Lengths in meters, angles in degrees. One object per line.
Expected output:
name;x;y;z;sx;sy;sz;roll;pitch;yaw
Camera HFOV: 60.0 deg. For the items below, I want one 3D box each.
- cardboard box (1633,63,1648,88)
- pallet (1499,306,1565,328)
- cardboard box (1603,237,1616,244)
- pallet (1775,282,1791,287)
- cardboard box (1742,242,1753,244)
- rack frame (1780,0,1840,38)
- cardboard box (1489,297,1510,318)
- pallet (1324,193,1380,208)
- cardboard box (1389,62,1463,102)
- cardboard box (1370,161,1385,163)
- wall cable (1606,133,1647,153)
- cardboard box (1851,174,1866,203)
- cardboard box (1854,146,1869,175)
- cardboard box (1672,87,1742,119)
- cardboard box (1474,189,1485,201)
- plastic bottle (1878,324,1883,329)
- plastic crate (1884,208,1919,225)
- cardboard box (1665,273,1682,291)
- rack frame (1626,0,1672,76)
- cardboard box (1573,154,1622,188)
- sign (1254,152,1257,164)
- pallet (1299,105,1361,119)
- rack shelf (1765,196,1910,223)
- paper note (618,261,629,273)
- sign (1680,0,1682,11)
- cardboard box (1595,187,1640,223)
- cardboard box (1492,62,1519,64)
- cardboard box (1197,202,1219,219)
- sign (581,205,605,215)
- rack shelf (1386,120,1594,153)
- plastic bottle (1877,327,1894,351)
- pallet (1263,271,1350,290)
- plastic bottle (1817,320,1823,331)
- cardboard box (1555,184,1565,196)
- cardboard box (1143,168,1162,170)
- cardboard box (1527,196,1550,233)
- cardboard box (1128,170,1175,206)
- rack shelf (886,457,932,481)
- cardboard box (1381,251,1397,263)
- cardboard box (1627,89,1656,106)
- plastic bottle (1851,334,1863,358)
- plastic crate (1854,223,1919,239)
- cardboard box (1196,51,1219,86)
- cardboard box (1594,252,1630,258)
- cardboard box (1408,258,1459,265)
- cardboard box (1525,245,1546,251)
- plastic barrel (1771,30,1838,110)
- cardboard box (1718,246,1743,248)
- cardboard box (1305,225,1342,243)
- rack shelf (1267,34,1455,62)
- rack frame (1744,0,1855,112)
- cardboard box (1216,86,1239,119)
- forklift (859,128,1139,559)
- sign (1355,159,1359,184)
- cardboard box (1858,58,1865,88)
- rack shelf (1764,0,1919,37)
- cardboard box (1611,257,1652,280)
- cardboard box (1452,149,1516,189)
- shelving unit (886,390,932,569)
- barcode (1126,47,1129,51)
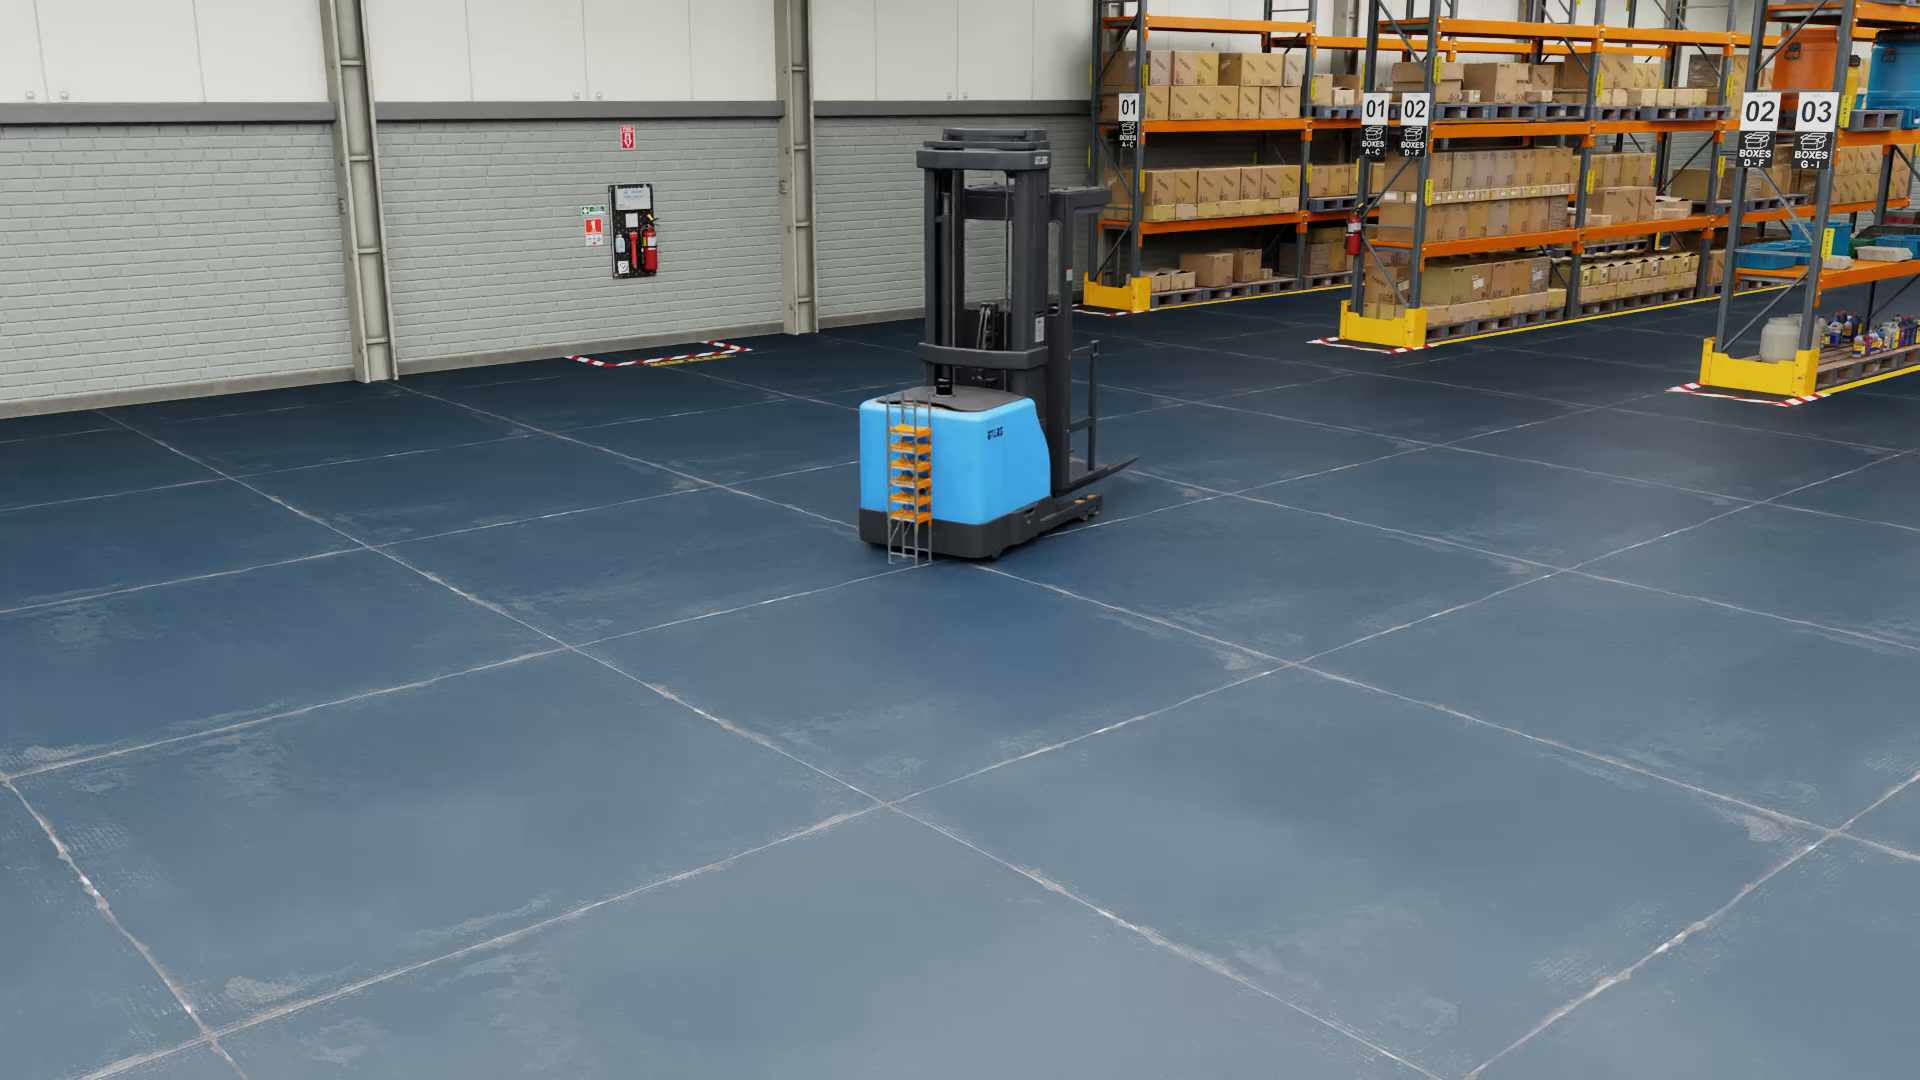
cardboard box;13.675;-9.490;33.983;0.500;0.500;0.500;-12;19;-38
pallet;8.007;-3.289;24.155;1.213;0.211;1.003;-13;19;-39
cardboard box;13.214;-6.447;34.602;0.500;0.500;0.700;-13;20;-41
pallet;14.081;-4.626;29.159;1.213;0.211;1.003;-13;19;-39
cardboard box;13.368;-4.913;28.821;0.500;0.500;0.500;-12;19;-39
rack frame;14.670;-9.017;28.568;0.127;3.000;1.000;-13;19;-39
cardboard box;7.300;-3.261;23.161;0.500;0.250;0.500;-13;19;-39
pallet;6.931;-5.968;29.153;1.213;0.211;1.003;-13;19;-39
cardboard box;6.053;-5.951;21.620;0.637;0.503;0.797;-11;18;-36
cardboard box;7.646;-6.484;29.664;0.700;0.500;0.500;14;20;42
wall cable;14.778;-8.651;36.857;1.851;1.984;0.084;-13;19;-39
cardboard box;15.996;-6.371;30.097;0.500;0.500;0.500;-13;20;-40
cardboard box;15.987;-6.849;29.947;0.500;0.500;0.500;-13;20;-41
cardboard box;11.959;-7.018;26.707;0.500;0.500;0.910;-13;19;-39
cardboard box;6.832;-4.647;22.383;0.250;0.149;0.380;-14;20;-41
plastic bottle;11.112;-2.461;20.063;0.133;0.283;0.061;-13;19;-39
plastic crate;12.048;-3.970;21.178;0.583;0.464;0.402;-13;19;-39
cardboard box;11.029;-4.090;26.265;0.500;0.250;0.500;-13;20;-40
rack frame;14.433;-10.658;34.713;0.127;3.000;1.000;-13;19;-39
cardboard box;12.932;-7.563;34.171;0.700;0.700;0.980;-14;20;-42
sign;5.013;-6.393;28.129;0.005;0.325;0.100;-13;19;-39
pallet;5.916;-7.169;27.828;1.003;0.211;1.213;-13;19;-39
rack shelf;16.178;-6.109;30.703;4.000;0.370;1.077;-13;19;-39
paper note;-4.272;-3.466;21.121;0.142;0.148;0.016;-13;19;-39
sign;14.778;-11.039;34.178;0.005;0.325;0.100;-13;19;-39
cardboard box;10.000;-5.112;25.383;0.500;0.500;0.500;-13;19;-39
cardboard box;10.259;-8.934;31.573;0.500;0.250;0.500;-13;20;-41
cardboard box;3.710;-5.183;26.093;0.500;0.250;0.500;-13;20;-40
sign;-4.568;-4.107;20.717;0.331;0.109;0.001;-13;19;-39
rack shelf;7.126;-5.526;22.706;4.000;0.370;1.077;-13;19;-39
plastic bottle;11.073;-2.415;19.906;0.135;0.276;0.152;-12;19;-38
pallet;5.966;-4.512;28.731;1.213;0.211;1.003;-13;19;-39
plastic bottle;10.399;-2.539;20.224;0.185;0.351;0.144;-12;19;-37
cardboard box;8.382;-4.995;23.688;0.250;0.149;0.380;-13;20;-41
cardboard box;2.965;-5.553;26.026;0.500;0.500;0.500;-12;19;-39
cardboard box;7.910;-4.644;23.630;0.500;0.500;0.700;-13;20;-40
cardboard box;2.920;-5.371;25.344;0.500;0.500;0.500;-13;19;-39
rack shelf;-0.350;-0.491;11.470;0.258;0.103;0.180;9;17;29
cardboard box;7.424;-5.212;29.943;0.500;0.500;0.700;-13;20;-39
cardboard box;10.117;-6.654;25.015;0.500;0.250;0.500;14;20;42
plastic bottle;10.438;-2.261;19.337;0.097;0.271;0.097;0;15;0
plastic crate;11.405;-3.704;20.425;0.504;0.338;0.767;-13;19;-39
cardboard box;3.603;-7.221;25.490;0.500;0.500;0.500;-12;19;-38
cardboard box;10.287;-4.378;26.254;0.500;0.311;0.500;-13;20;-41
cardboard box;6.571;-3.643;23.138;0.500;0.500;0.500;-13;19;-39
cardboard box;11.010;-6.111;32.666;0.750;0.750;0.750;-12;19;-39
plastic barrel;9.149;-5.087;18.023;0.708;0.830;0.600;-13;19;-39
cardboard box;12.956;-4.641;27.802;0.500;0.500;0.500;-13;20;-40
cardboard box;6.254;-5.297;28.806;0.500;0.250;0.500;-13;20;-41
rack shelf;6.889;-8.423;28.515;4.000;0.370;1.077;-13;19;-39
rack frame;8.866;-6.019;17.345;0.127;3.000;1.000;-13;19;-39
cardboard box;3.987;-6.832;25.969;0.500;0.500;0.500;-11;19;-36
forklift;0.457;-1.615;12.618;1.130;2.935;3.031;9;17;29
sign;5.271;-4.867;21.956;0.005;0.325;0.100;-13;19;-39
cardboard box;15.482;-8.246;29.363;0.500;0.500;0.700;-13;19;-39
rack shelf;10.375;-5.817;18.758;4.000;0.370;1.077;-13;19;-39
cardboard box;10.269;-4.190;25.553;0.500;0.311;0.500;-12;19;-38
cardboard box;7.168;-5.107;22.847;0.500;0.500;0.700;-13;19;-39
shelving unit;-0.350;-0.418;11.490;0.258;1.200;0.189;9;17;29
barcode;2.570;-7.537;25.548;0.075;0.075;0.001;-13;19;-39
